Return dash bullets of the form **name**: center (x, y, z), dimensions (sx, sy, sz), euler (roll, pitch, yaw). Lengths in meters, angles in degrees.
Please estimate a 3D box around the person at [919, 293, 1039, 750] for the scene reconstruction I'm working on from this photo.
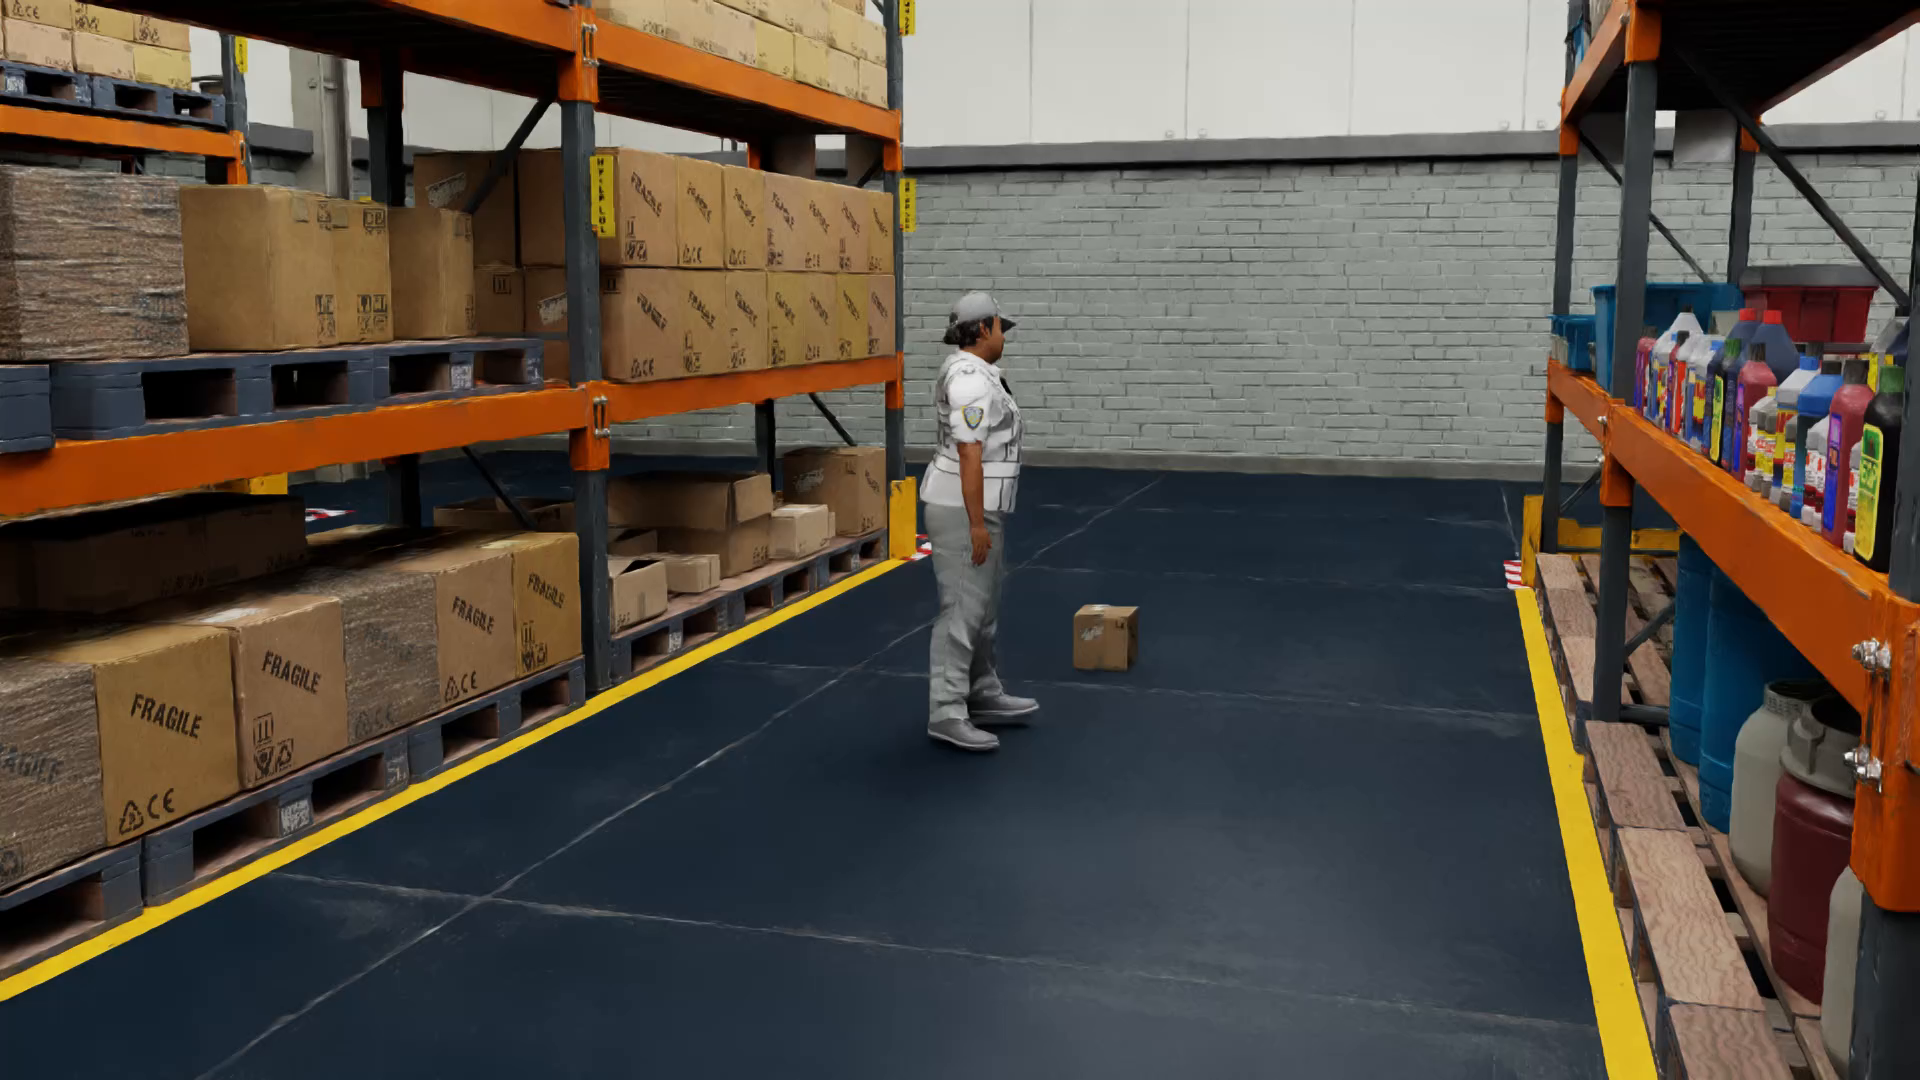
- **person**: center (0.079, -0.089, 6.277), dimensions (0.470, 1.672, 0.561), euler (0, 8, -1)
